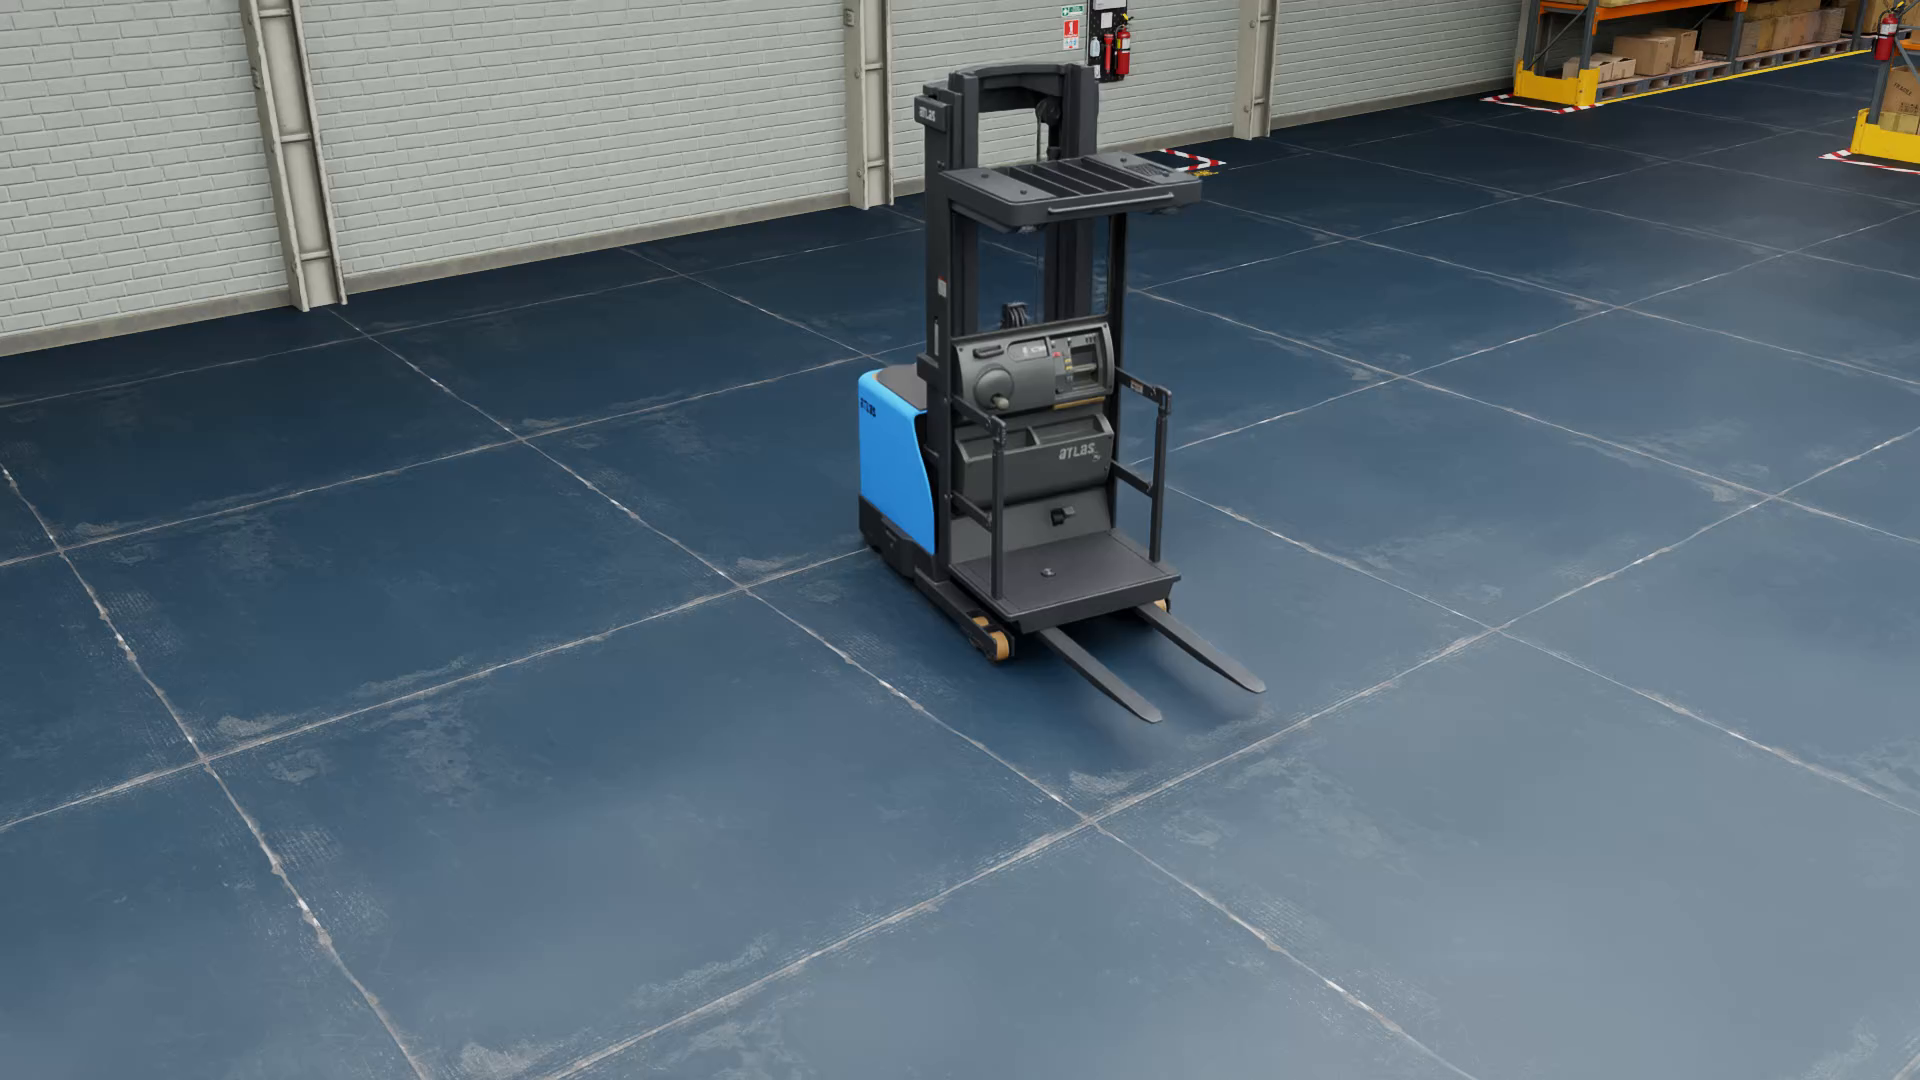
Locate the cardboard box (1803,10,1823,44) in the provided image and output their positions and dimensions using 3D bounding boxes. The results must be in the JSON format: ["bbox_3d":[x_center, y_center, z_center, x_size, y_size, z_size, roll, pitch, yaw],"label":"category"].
[{"bbox_3d":[13.742,-8.512,27.474,0.500,0.500,0.700,-18,31,-34],"label":"cardboard box"}]

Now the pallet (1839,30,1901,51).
[{"bbox_3d":[15.421,-8.661,28.660,1.213,0.211,1.003,-18,31,-34],"label":"pallet"}]

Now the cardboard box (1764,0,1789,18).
[{"bbox_3d":[12.927,-8.561,26.689,0.500,0.250,0.500,-19,31,-35],"label":"cardboard box"}]

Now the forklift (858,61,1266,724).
[{"bbox_3d":[0.508,-0.892,8.691,1.130,2.935,3.031,-12,28,-25],"label":"forklift"}]

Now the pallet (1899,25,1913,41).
[{"bbox_3d":[16.380,-8.976,29.339,1.213,0.211,1.003,-18,31,-34],"label":"pallet"}]

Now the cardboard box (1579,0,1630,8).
[{"bbox_3d":[9.039,-7.630,23.282,0.500,0.250,0.500,-19,31,-35],"label":"cardboard box"}]

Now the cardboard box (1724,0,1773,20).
[{"bbox_3d":[12.520,-8.425,26.395,0.500,0.250,0.500,-19,31,-35],"label":"cardboard box"}]

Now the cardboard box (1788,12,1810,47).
[{"bbox_3d":[13.369,-8.373,27.175,0.500,0.500,0.700,-18,31,-34],"label":"cardboard box"}]

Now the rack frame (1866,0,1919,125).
[{"bbox_3d":[11.518,-6.027,19.674,0.127,3.000,1.000,-18,31,-34],"label":"rack frame"}]

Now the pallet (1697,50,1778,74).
[{"bbox_3d":[12.218,-7.644,26.471,1.213,0.211,1.003,-18,31,-34],"label":"pallet"}]

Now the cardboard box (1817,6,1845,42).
[{"bbox_3d":[14.220,-8.607,27.679,0.500,0.500,0.700,-18,30,-33],"label":"cardboard box"}]

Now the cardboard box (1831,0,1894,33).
[{"bbox_3d":[15.414,-9.109,28.368,0.750,0.750,0.750,-19,31,-35],"label":"cardboard box"}]

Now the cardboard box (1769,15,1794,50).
[{"bbox_3d":[12.977,-8.239,26.886,0.500,0.500,0.700,-18,30,-33],"label":"cardboard box"}]

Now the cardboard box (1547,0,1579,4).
[{"bbox_3d":[8.707,-7.794,23.635,0.500,0.250,0.500,-18,30,-33],"label":"cardboard box"}]

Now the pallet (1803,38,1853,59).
[{"bbox_3d":[14.138,-8.278,27.836,1.213,0.211,1.003,-18,31,-34],"label":"pallet"}]

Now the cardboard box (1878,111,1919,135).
[{"bbox_3d":[11.758,-5.208,20.676,0.500,0.250,0.500,-18,31,-34],"label":"cardboard box"}]

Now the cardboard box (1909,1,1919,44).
[{"bbox_3d":[11.894,-6.190,19.905,0.500,0.500,0.700,-18,31,-34],"label":"cardboard box"}]

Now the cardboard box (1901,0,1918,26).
[{"bbox_3d":[16.107,-9.334,28.854,0.750,0.750,0.750,-18,31,-34],"label":"cardboard box"}]

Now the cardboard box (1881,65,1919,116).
[{"bbox_3d":[11.757,-5.549,20.519,0.500,0.500,0.500,-18,31,-34],"label":"cardboard box"}]

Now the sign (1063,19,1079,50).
[{"bbox_3d":[1.287,-5.855,19.260,0.234,0.329,0.001,-18,31,-34],"label":"sign"}]

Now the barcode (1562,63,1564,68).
[{"bbox_3d":[8.826,-6.939,24.298,0.075,0.075,0.001,-18,31,-34],"label":"barcode"}]

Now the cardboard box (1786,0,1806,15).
[{"bbox_3d":[13.331,-8.685,26.956,0.500,0.250,0.500,-18,31,-34],"label":"cardboard box"}]

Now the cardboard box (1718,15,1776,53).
[{"bbox_3d":[12.551,-8.120,26.629,0.500,0.500,0.700,-19,31,-35],"label":"cardboard box"}]

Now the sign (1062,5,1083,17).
[{"bbox_3d":[1.296,-6.093,19.144,0.331,0.109,0.001,-18,31,-34],"label":"sign"}]

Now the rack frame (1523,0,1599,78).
[{"bbox_3d":[8.459,-7.668,23.208,0.127,3.000,1.000,-18,31,-34],"label":"rack frame"}]

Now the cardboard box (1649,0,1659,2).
[{"bbox_3d":[9.843,-7.900,23.864,0.500,0.250,0.500,-19,31,-35],"label":"cardboard box"}]

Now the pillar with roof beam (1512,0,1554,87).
[{"bbox_3d":[11.132,-9.431,19.881,0.400,9.000,9.100,-18,31,-34],"label":"pillar with roof beam"}]

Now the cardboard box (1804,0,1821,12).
[{"bbox_3d":[13.732,-8.820,27.247,0.500,0.250,0.500,-18,30,-33],"label":"cardboard box"}]

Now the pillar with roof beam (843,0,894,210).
[{"bbox_3d":[1.689,-6.314,13.165,0.400,9.000,9.100,-18,31,-34],"label":"pillar with roof beam"}]

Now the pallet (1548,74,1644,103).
[{"bbox_3d":[9.180,-6.622,24.267,1.213,0.211,1.003,-18,31,-34],"label":"pallet"}]

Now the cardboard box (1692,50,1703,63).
[{"bbox_3d":[11.204,-7.472,25.630,0.380,0.166,0.250,22,33,39],"label":"cardboard box"}]

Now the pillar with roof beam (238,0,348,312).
[{"bbox_3d":[-3.032,-4.755,9.807,0.400,9.000,9.100,-18,31,-34],"label":"pillar with roof beam"}]

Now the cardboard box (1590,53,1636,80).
[{"bbox_3d":[9.507,-6.945,24.324,0.500,0.311,0.500,-15,29,-30],"label":"cardboard box"}]

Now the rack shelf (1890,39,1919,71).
[{"bbox_3d":[13.092,-6.221,20.945,4.000,0.370,1.077,-18,31,-34],"label":"rack shelf"}]

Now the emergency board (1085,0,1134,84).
[{"bbox_3d":[1.786,-5.948,19.503,0.643,1.169,0.194,-18,31,-34],"label":"emergency board"}]

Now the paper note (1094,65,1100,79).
[{"bbox_3d":[1.604,-5.525,19.639,0.142,0.148,0.016,-18,31,-34],"label":"paper note"}]

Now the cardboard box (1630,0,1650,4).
[{"bbox_3d":[9.438,-7.770,23.583,0.500,0.250,0.500,-19,31,-36],"label":"cardboard box"}]

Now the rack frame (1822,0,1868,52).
[{"bbox_3d":[14.754,-9.746,27.686,0.127,3.000,1.000,-18,31,-34],"label":"rack frame"}]

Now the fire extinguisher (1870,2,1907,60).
[{"bbox_3d":[11.139,-6.116,19.956,0.183,0.674,0.296,-18,31,-34],"label":"fire extinguisher"}]

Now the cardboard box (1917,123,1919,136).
[{"bbox_3d":[12.078,-5.036,20.306,0.500,0.250,0.500,-18,31,-34],"label":"cardboard box"}]

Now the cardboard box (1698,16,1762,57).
[{"bbox_3d":[12.175,-7.969,26.304,0.500,0.500,0.700,-17,30,-32],"label":"cardboard box"}]

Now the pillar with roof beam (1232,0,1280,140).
[{"bbox_3d":[6.411,-7.872,16.523,0.400,9.000,9.100,-18,31,-34],"label":"pillar with roof beam"}]

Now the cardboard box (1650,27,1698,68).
[{"bbox_3d":[10.814,-7.489,25.271,0.500,0.500,0.500,-21,32,-38],"label":"cardboard box"}]

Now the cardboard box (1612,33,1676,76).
[{"bbox_3d":[10.115,-7.205,24.659,0.500,0.500,0.700,-21,32,-37],"label":"cardboard box"}]

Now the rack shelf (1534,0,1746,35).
[{"bbox_3d":[10.032,-7.861,24.479,4.000,0.370,1.077,-18,31,-34],"label":"rack shelf"}]

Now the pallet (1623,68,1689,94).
[{"bbox_3d":[10.139,-6.937,24.946,1.213,0.211,1.003,-18,31,-34],"label":"pallet"}]

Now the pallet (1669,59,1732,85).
[{"bbox_3d":[11.100,-7.256,25.633,1.213,0.211,1.003,-18,31,-34],"label":"pallet"}]

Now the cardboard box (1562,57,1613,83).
[{"bbox_3d":[9.059,-6.797,24.004,0.500,0.311,0.500,-23,33,-40],"label":"cardboard box"}]

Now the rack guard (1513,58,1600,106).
[{"bbox_3d":[8.518,-6.553,23.777,0.348,0.500,1.175,-18,31,-34],"label":"rack guard"}]

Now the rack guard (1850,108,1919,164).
[{"bbox_3d":[11.499,-4.887,20.187,0.348,0.500,1.175,-18,31,-34],"label":"rack guard"}]

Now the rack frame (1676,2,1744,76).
[{"bbox_3d":[11.606,-8.707,25.447,0.127,3.000,1.000,-18,31,-34],"label":"rack frame"}]

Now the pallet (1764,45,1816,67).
[{"bbox_3d":[13.179,-7.963,27.157,1.213,0.211,1.003,-18,31,-34],"label":"pallet"}]

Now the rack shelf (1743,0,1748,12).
[{"bbox_3d":[13.180,-8.900,26.718,4.000,0.370,1.077,-18,31,-34],"label":"rack shelf"}]
